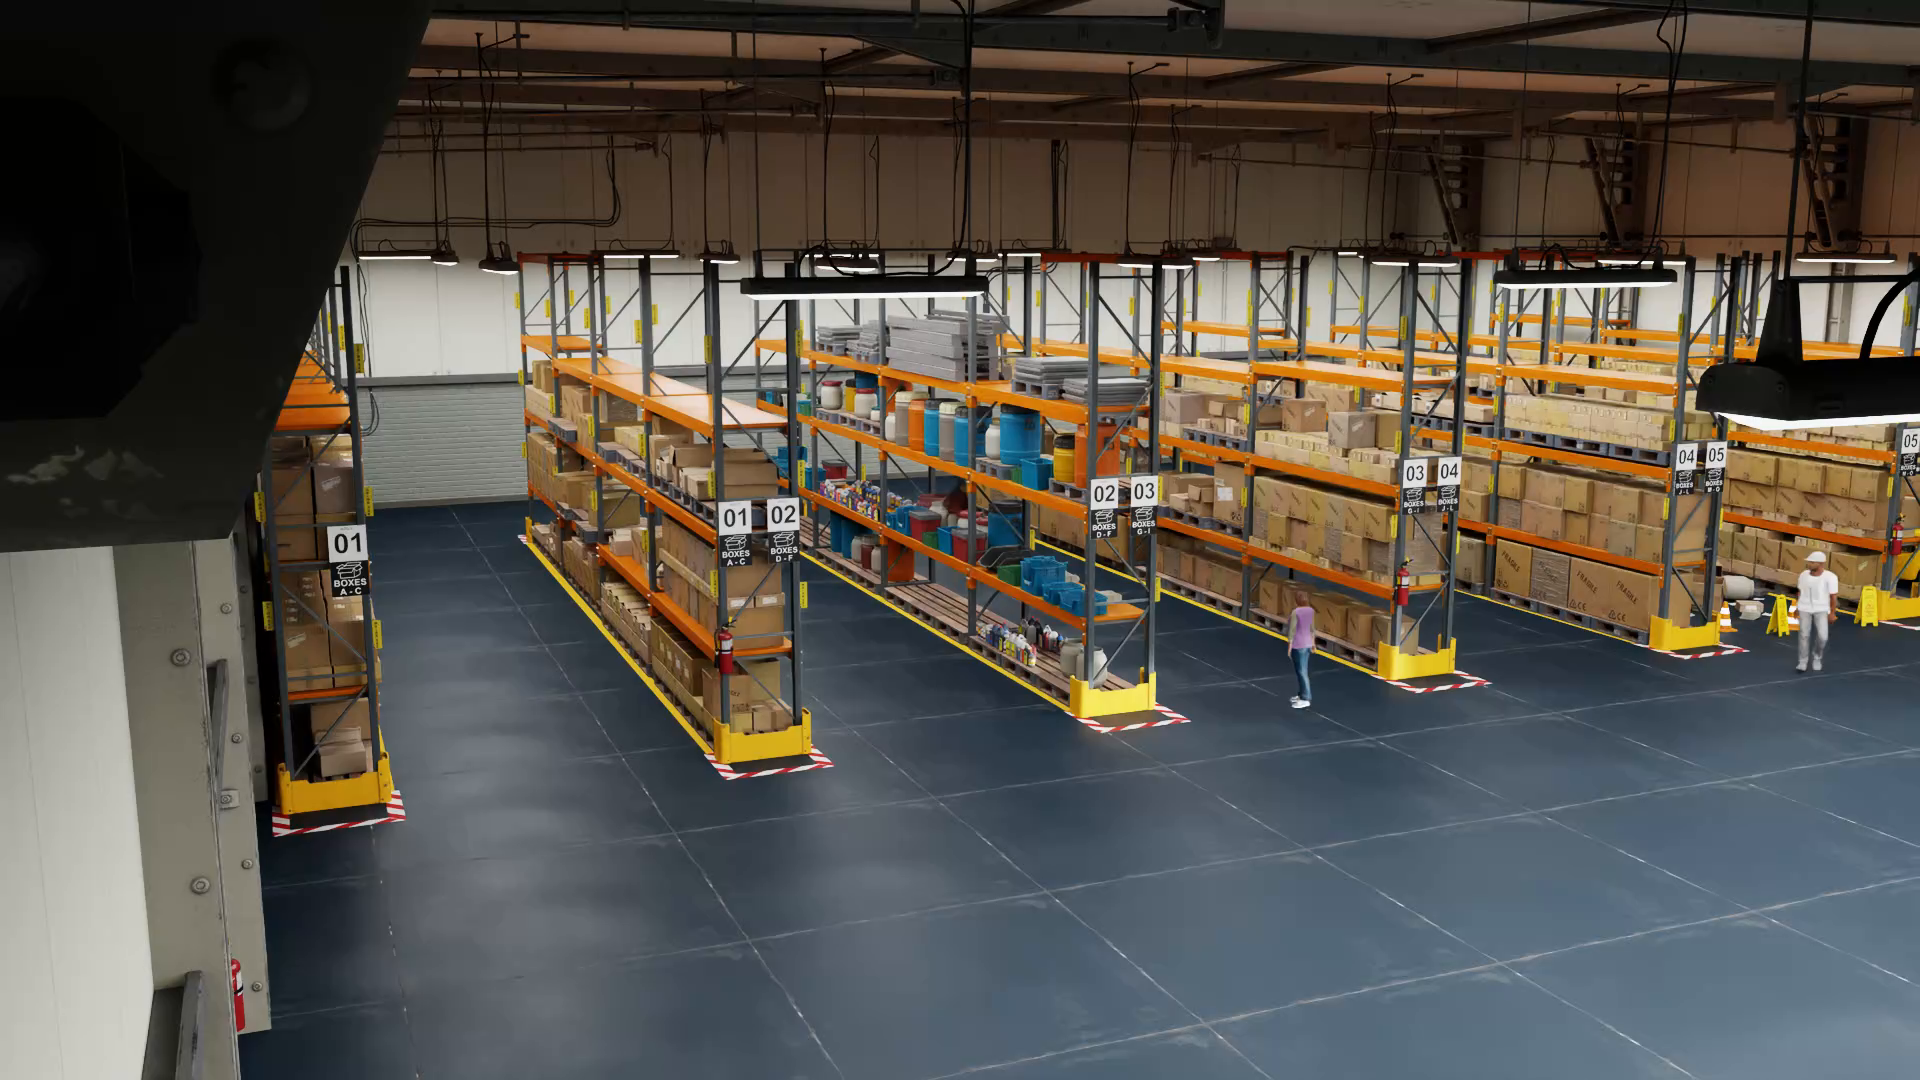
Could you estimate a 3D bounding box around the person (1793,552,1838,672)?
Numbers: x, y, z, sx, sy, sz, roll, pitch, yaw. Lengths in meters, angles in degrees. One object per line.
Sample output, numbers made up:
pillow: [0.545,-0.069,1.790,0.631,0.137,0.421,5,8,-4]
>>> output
person: [12.511,1.053,24.343,0.542,1.786,0.470,5,11,24]

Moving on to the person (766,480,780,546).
person: [-3.609,-0.336,32.165,0.359,1.671,0.544,-3,11,-15]

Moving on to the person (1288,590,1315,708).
person: [4.633,1.465,22.578,0.395,1.608,0.479,10,14,43]
